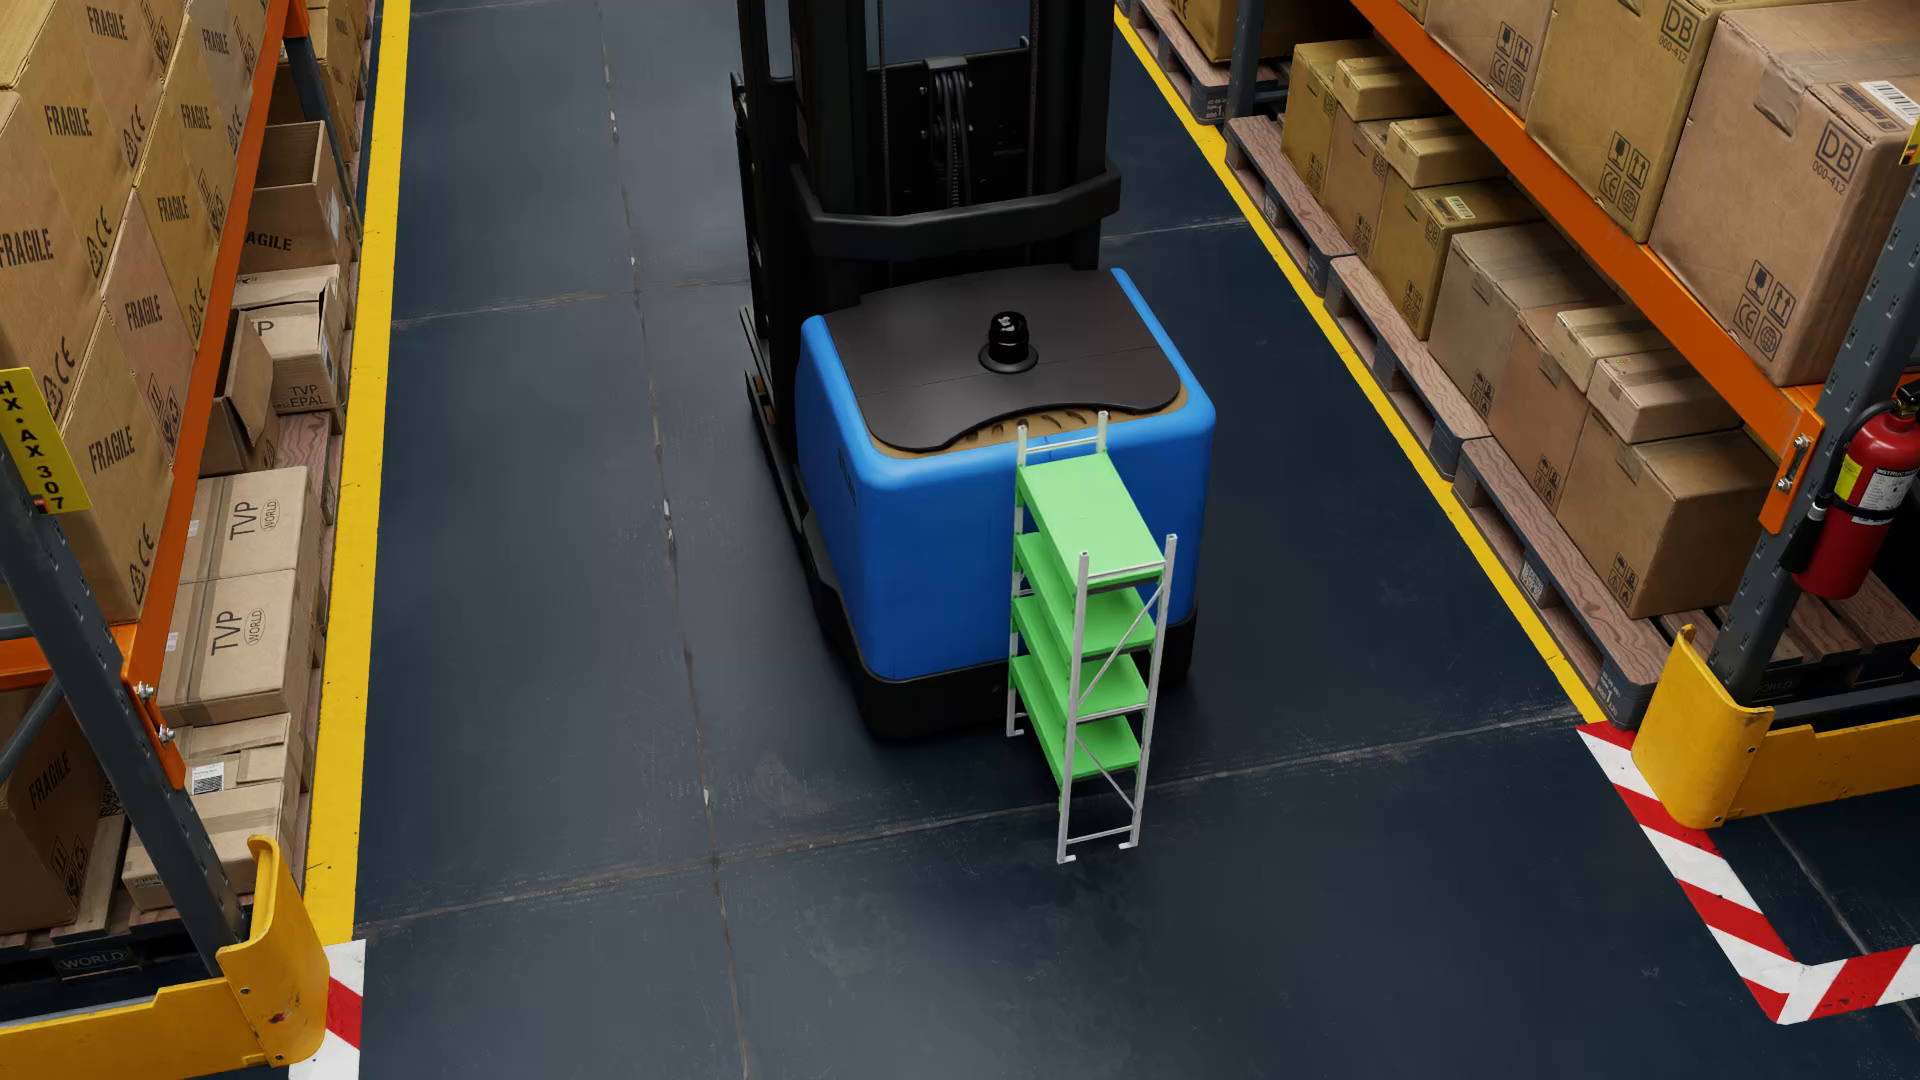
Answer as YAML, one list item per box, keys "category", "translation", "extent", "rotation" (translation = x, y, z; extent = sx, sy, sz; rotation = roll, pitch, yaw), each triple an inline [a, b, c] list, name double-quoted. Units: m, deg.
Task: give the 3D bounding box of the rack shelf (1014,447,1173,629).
- category: "rack shelf"
  translation: [0.331, -0.013, 4.226]
  extent: [0.258, 0.148, 0.480]
  rotation: [-11, 44, -12]

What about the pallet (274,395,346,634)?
- category: "pallet"
  translation: [-2.672, -0.086, 5.688]
  extent: [1.003, 0.211, 1.213]
  rotation: [-8, 42, -9]

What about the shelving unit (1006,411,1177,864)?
- category: "shelving unit"
  translation: [0.328, 0.293, 4.509]
  extent: [0.258, 1.200, 0.503]
  rotation: [-11, 44, -12]

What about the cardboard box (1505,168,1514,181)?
- category: "cardboard box"
  translation: [2.201, -1.491, 6.248]
  extent: [0.380, 0.149, 0.250]
  rotation: [-8, 42, -9]

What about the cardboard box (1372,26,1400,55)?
- category: "cardboard box"
  translation: [1.974, -2.167, 7.010]
  extent: [0.380, 0.149, 0.250]
  rotation: [-9, 42, -10]

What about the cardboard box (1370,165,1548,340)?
- category: "cardboard box"
  translation: [2.025, -1.143, 6.345]
  extent: [0.700, 0.500, 0.500]
  rotation: [-7, 42, -8]

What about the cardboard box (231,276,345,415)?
- category: "cardboard box"
  translation: [-2.524, -0.711, 5.986]
  extent: [0.500, 0.311, 0.500]
  rotation: [-8, 42, -9]

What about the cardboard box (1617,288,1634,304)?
- category: "cardboard box"
  translation: [2.423, -0.829, 5.502]
  extent: [0.380, 0.149, 0.250]
  rotation: [-8, 42, -9]

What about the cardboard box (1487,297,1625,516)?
- category: "cardboard box"
  translation: [2.257, -0.472, 5.589]
  extent: [0.700, 0.500, 0.500]
  rotation: [-8, 42, -9]

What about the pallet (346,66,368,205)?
- category: "pallet"
  translation: [-3.298, -1.846, 7.671]
  extent: [1.003, 0.211, 1.213]
  rotation: [-8, 42, -9]

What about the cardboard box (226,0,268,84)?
- category: "cardboard box"
  translation: [-2.615, -1.783, 5.424]
  extent: [0.500, 0.500, 0.500]
  rotation: [-7, 42, -8]

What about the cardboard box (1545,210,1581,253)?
- category: "cardboard box"
  translation: [2.312, -1.160, 5.875]
  extent: [0.380, 0.149, 0.250]
  rotation: [-8, 42, -9]

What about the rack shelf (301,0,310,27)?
- category: "rack shelf"
  translation: [-3.518, -3.394, 7.856]
  extent: [1.077, 0.370, 4.000]
  rotation: [-8, 42, -9]

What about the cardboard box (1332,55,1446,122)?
- category: "cardboard box"
  translation: [1.707, -1.796, 6.592]
  extent: [0.380, 0.149, 0.250]
  rotation: [-7, 42, -8]

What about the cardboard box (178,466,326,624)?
- category: "cardboard box"
  translation: [-2.279, 0.048, 5.176]
  extent: [0.500, 0.250, 0.500]
  rotation: [-8, 42, -9]

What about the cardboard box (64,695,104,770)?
- category: "cardboard box"
  translation: [-2.580, 0.528, 4.698]
  extent: [0.380, 0.166, 0.250]
  rotation: [-8, 42, -9]

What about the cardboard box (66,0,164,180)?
- category: "cardboard box"
  translation: [-2.284, -1.174, 3.984]
  extent: [0.500, 0.500, 0.500]
  rotation: [-8, 42, -9]

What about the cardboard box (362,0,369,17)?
- category: "cardboard box"
  translation: [-3.288, -2.942, 8.356]
  extent: [0.500, 0.500, 0.500]
  rotation: [-10, 43, -11]

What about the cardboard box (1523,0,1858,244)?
- category: "cardboard box"
  translation: [2.326, -1.398, 4.839]
  extent: [0.980, 0.700, 0.700]
  rotation: [-9, 42, -10]

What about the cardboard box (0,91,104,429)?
- category: "cardboard box"
  translation: [-2.061, -0.511, 3.238]
  extent: [0.500, 0.500, 0.500]
  rotation: [-7, 42, -8]

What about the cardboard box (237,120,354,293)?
- category: "cardboard box"
  translation: [-2.686, -1.268, 6.471]
  extent: [0.500, 0.500, 0.500]
  rotation: [-8, 42, -9]

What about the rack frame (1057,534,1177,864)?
- category: "rack frame"
  translation: [0.395, 0.452, 4.336]
  extent: [0.240, 1.200, 0.015]
  rotation: [-11, 44, -12]

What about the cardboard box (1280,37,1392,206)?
- category: "cardboard box"
  translation: [1.811, -1.802, 7.087]
  extent: [0.700, 0.500, 0.500]
  rotation: [-8, 42, -9]

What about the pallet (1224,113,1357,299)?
- category: "pallet"
  translation: [1.838, -1.532, 7.317]
  extent: [1.003, 0.211, 1.213]
  rotation: [-8, 42, -9]

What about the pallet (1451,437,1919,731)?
- category: "pallet"
  translation: [2.364, 0.049, 5.535]
  extent: [1.003, 0.211, 1.213]
  rotation: [-8, 42, -9]

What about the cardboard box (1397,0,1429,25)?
- category: "cardboard box"
  translation: [2.003, -2.364, 5.927]
  extent: [0.980, 0.700, 0.700]
  rotation: [-9, 42, -10]

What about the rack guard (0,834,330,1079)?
- category: "rack guard"
  translation: [-2.239, 1.111, 4.121]
  extent: [1.175, 0.500, 0.348]
  rotation: [-8, 42, -9]

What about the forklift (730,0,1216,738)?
- category: "forklift"
  translation: [-0.172, -1.495, 5.226]
  extent: [1.130, 2.935, 3.031]
  rotation: [-11, 43, -12]

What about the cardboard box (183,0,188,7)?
- category: "cardboard box"
  translation: [-2.502, -1.829, 4.723]
  extent: [0.500, 0.500, 0.500]
  rotation: [-8, 42, -9]

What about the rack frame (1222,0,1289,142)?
- category: "rack frame"
  translation: [1.750, -3.079, 6.959]
  extent: [1.000, 3.000, 0.127]
  rotation: [-8, 42, -9]

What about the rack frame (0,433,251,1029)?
- category: "rack frame"
  translation: [-2.223, 0.226, 3.236]
  extent: [1.000, 3.000, 0.127]
  rotation: [-8, 42, -9]

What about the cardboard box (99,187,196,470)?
- category: "cardboard box"
  translation: [-2.177, -0.471, 3.945]
  extent: [0.500, 0.500, 0.500]
  rotation: [-9, 42, -10]

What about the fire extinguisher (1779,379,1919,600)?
- category: "fire extinguisher"
  translation: [2.195, -0.154, 4.003]
  extent: [0.296, 0.674, 0.183]
  rotation: [-8, 42, -9]

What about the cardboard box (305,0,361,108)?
- category: "cardboard box"
  translation: [-3.078, -2.289, 7.621]
  extent: [0.500, 0.500, 0.500]
  rotation: [-8, 42, -9]

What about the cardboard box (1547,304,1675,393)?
- category: "cardboard box"
  translation: [2.103, -0.613, 5.259]
  extent: [0.380, 0.149, 0.250]
  rotation: [-7, 42, -8]

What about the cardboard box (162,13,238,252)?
- category: "cardboard box"
  translation: [-2.389, -1.121, 4.678]
  extent: [0.500, 0.500, 0.500]
  rotation: [-8, 42, -9]

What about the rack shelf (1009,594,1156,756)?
- category: "rack shelf"
  translation: [0.328, 0.339, 4.552]
  extent: [0.258, 0.148, 0.480]
  rotation: [-11, 44, -12]

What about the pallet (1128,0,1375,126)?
- category: "pallet"
  translation: [1.510, -2.526, 8.436]
  extent: [1.003, 0.211, 1.213]
  rotation: [-8, 42, -9]

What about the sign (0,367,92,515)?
- category: "sign"
  translation: [-1.693, -0.176, 3.036]
  extent: [0.100, 0.325, 0.005]
  rotation: [-8, 42, -9]

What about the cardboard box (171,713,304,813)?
- category: "cardboard box"
  translation: [-2.031, 0.638, 4.574]
  extent: [0.380, 0.166, 0.250]
  rotation: [-8, 42, -9]
